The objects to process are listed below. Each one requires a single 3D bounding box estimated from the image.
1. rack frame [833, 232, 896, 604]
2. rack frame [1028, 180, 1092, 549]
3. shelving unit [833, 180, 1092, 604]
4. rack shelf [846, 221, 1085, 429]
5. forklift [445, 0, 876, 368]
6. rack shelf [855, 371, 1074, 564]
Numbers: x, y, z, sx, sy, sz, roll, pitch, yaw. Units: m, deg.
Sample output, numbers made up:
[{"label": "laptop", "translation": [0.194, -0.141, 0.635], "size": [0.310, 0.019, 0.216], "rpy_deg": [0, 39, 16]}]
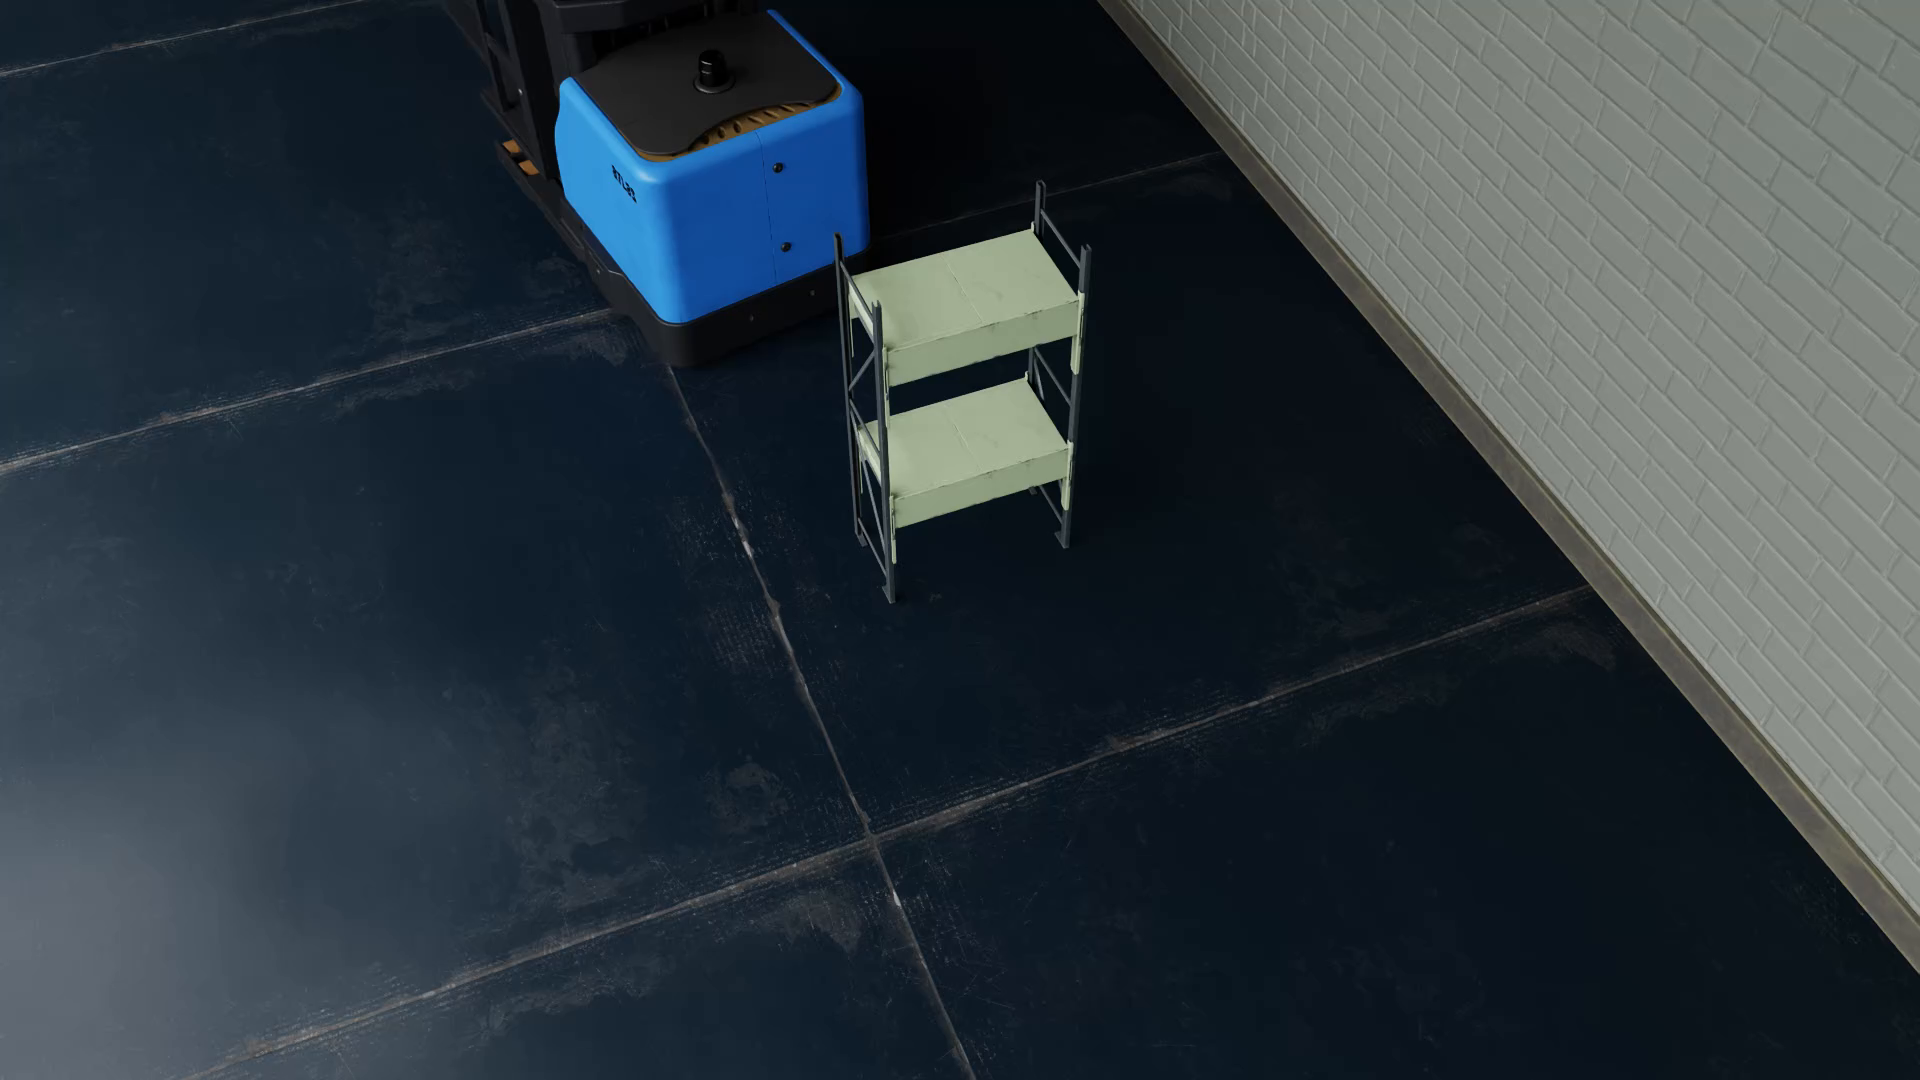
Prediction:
[{"label": "rack frame", "translation": [-0.333, -0.386, 5.933], "size": [0.023, 1.500, 0.400], "rpy_deg": [-17, 52, -14]}, {"label": "rack frame", "translation": [0.345, -0.596, 6.114], "size": [0.023, 1.500, 0.400], "rpy_deg": [-17, 52, -14]}, {"label": "shelving unit", "translation": [0.006, -0.491, 6.023], "size": [0.755, 1.500, 0.431], "rpy_deg": [-17, 52, -14]}, {"label": "rack shelf", "translation": [0.006, -0.745, 5.727], "size": [0.720, 0.370, 0.431], "rpy_deg": [-17, 52, -14]}, {"label": "forklift", "translation": [-1.597, -2.796, 7.060], "size": [1.130, 2.935, 3.031], "rpy_deg": [-26, 54, -21]}, {"label": "rack shelf", "translation": [0.006, -0.278, 6.271], "size": [0.720, 0.370, 0.431], "rpy_deg": [-17, 52, -14]}]
